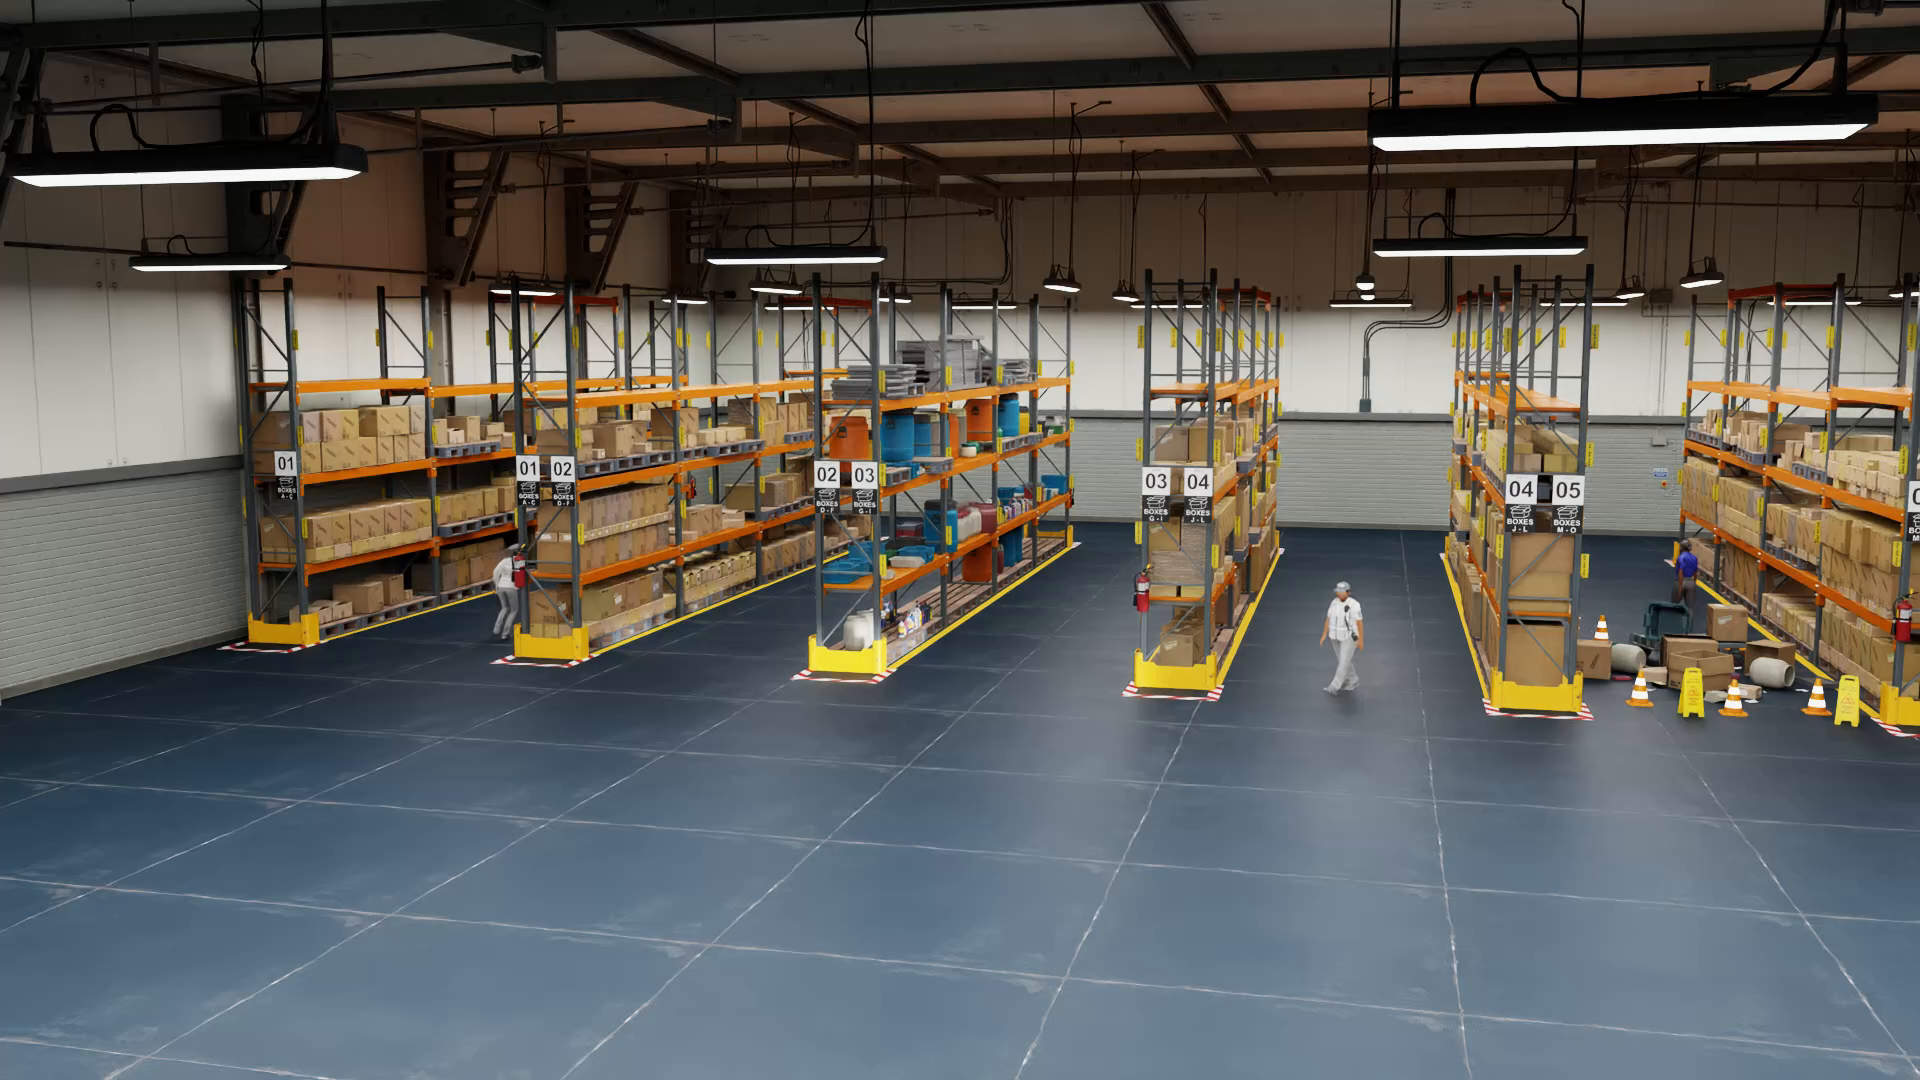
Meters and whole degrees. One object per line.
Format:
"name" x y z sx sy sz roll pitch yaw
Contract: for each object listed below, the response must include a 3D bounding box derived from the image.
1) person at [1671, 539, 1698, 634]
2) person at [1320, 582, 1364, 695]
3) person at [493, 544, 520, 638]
"person" 12.266 0.845 28.120 0.447 1.697 0.612 0 7 4
"person" 5.358 1.384 23.465 1.060 1.602 0.503 -5 9 -37
"person" -7.627 0.854 28.215 0.621 1.571 0.704 2 7 17
